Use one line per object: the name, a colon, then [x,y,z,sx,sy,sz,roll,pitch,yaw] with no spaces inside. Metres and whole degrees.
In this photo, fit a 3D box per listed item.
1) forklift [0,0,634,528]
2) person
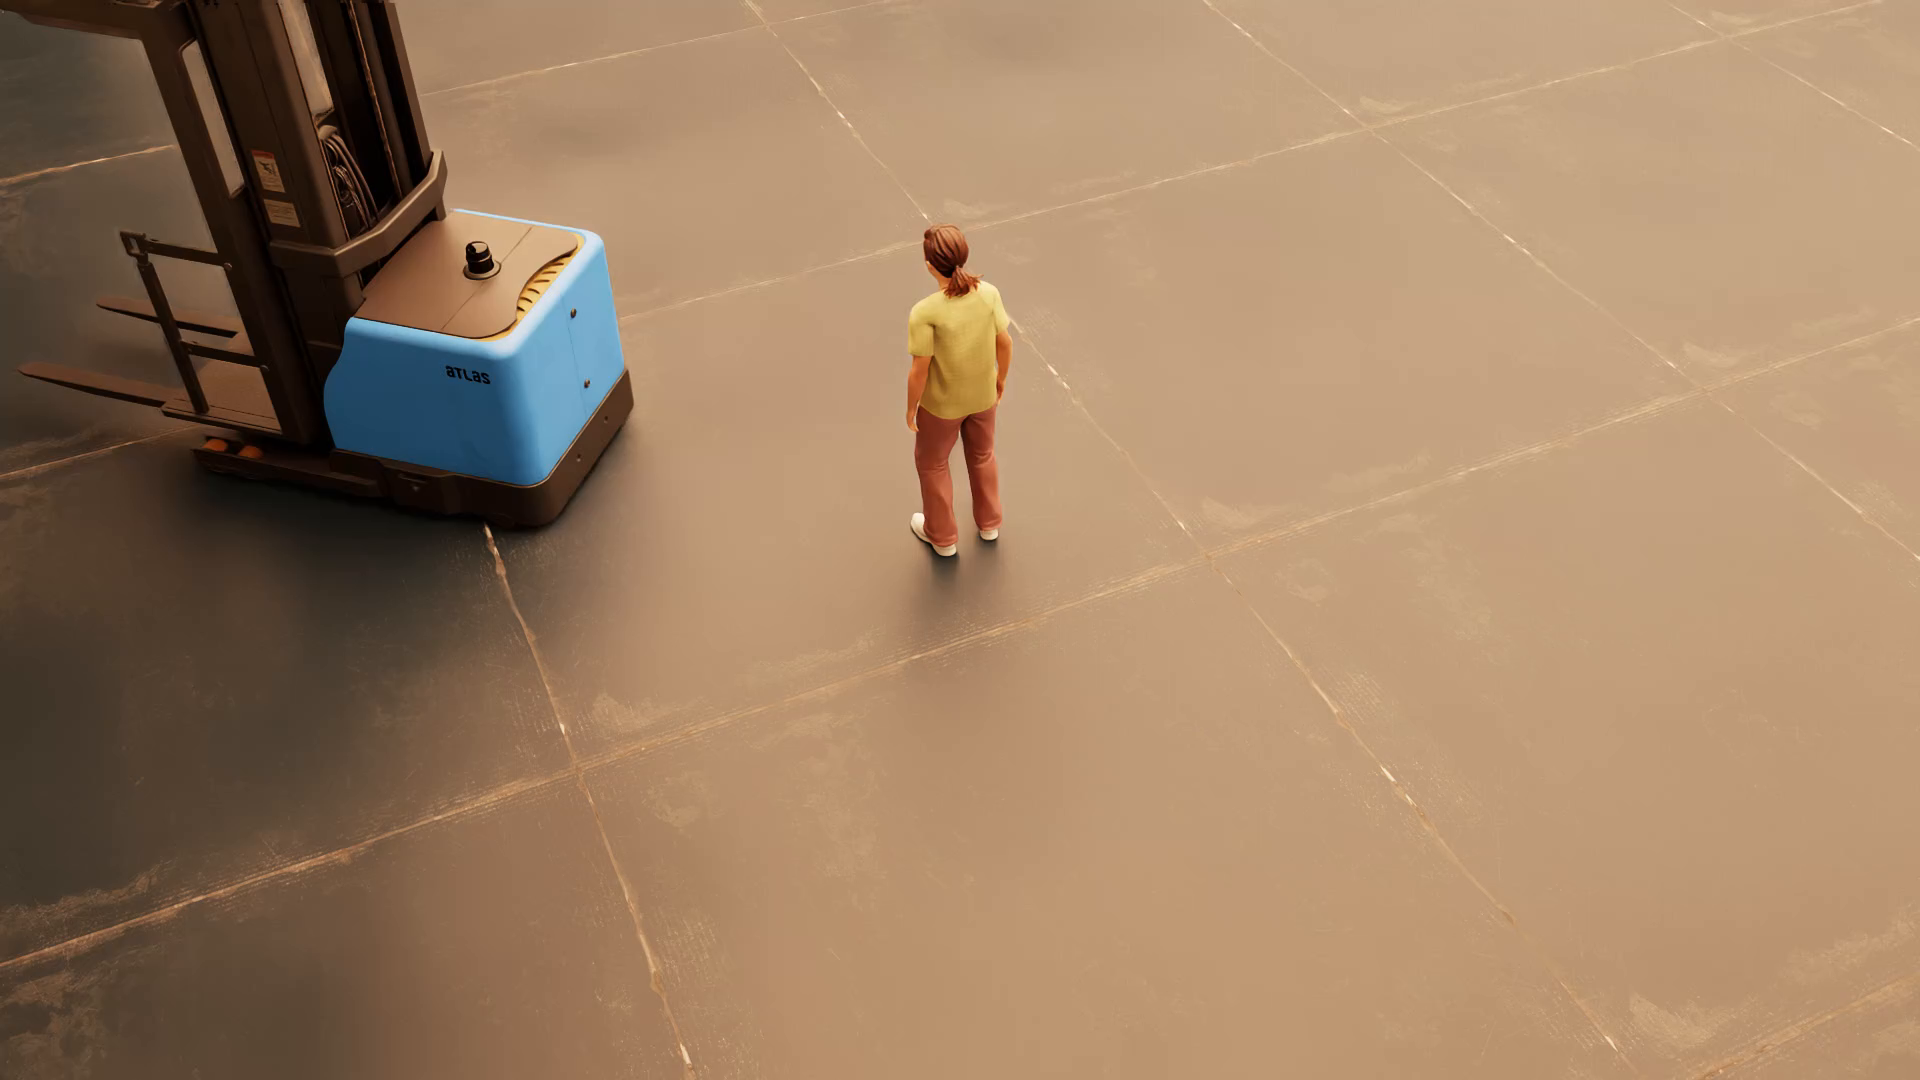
forklift: [-3.233,-1.700,7.502,3.031,2.935,1.130,11,44,12]
person: [-0.024,-0.633,7.281,0.501,1.672,0.361,-19,46,-19]
